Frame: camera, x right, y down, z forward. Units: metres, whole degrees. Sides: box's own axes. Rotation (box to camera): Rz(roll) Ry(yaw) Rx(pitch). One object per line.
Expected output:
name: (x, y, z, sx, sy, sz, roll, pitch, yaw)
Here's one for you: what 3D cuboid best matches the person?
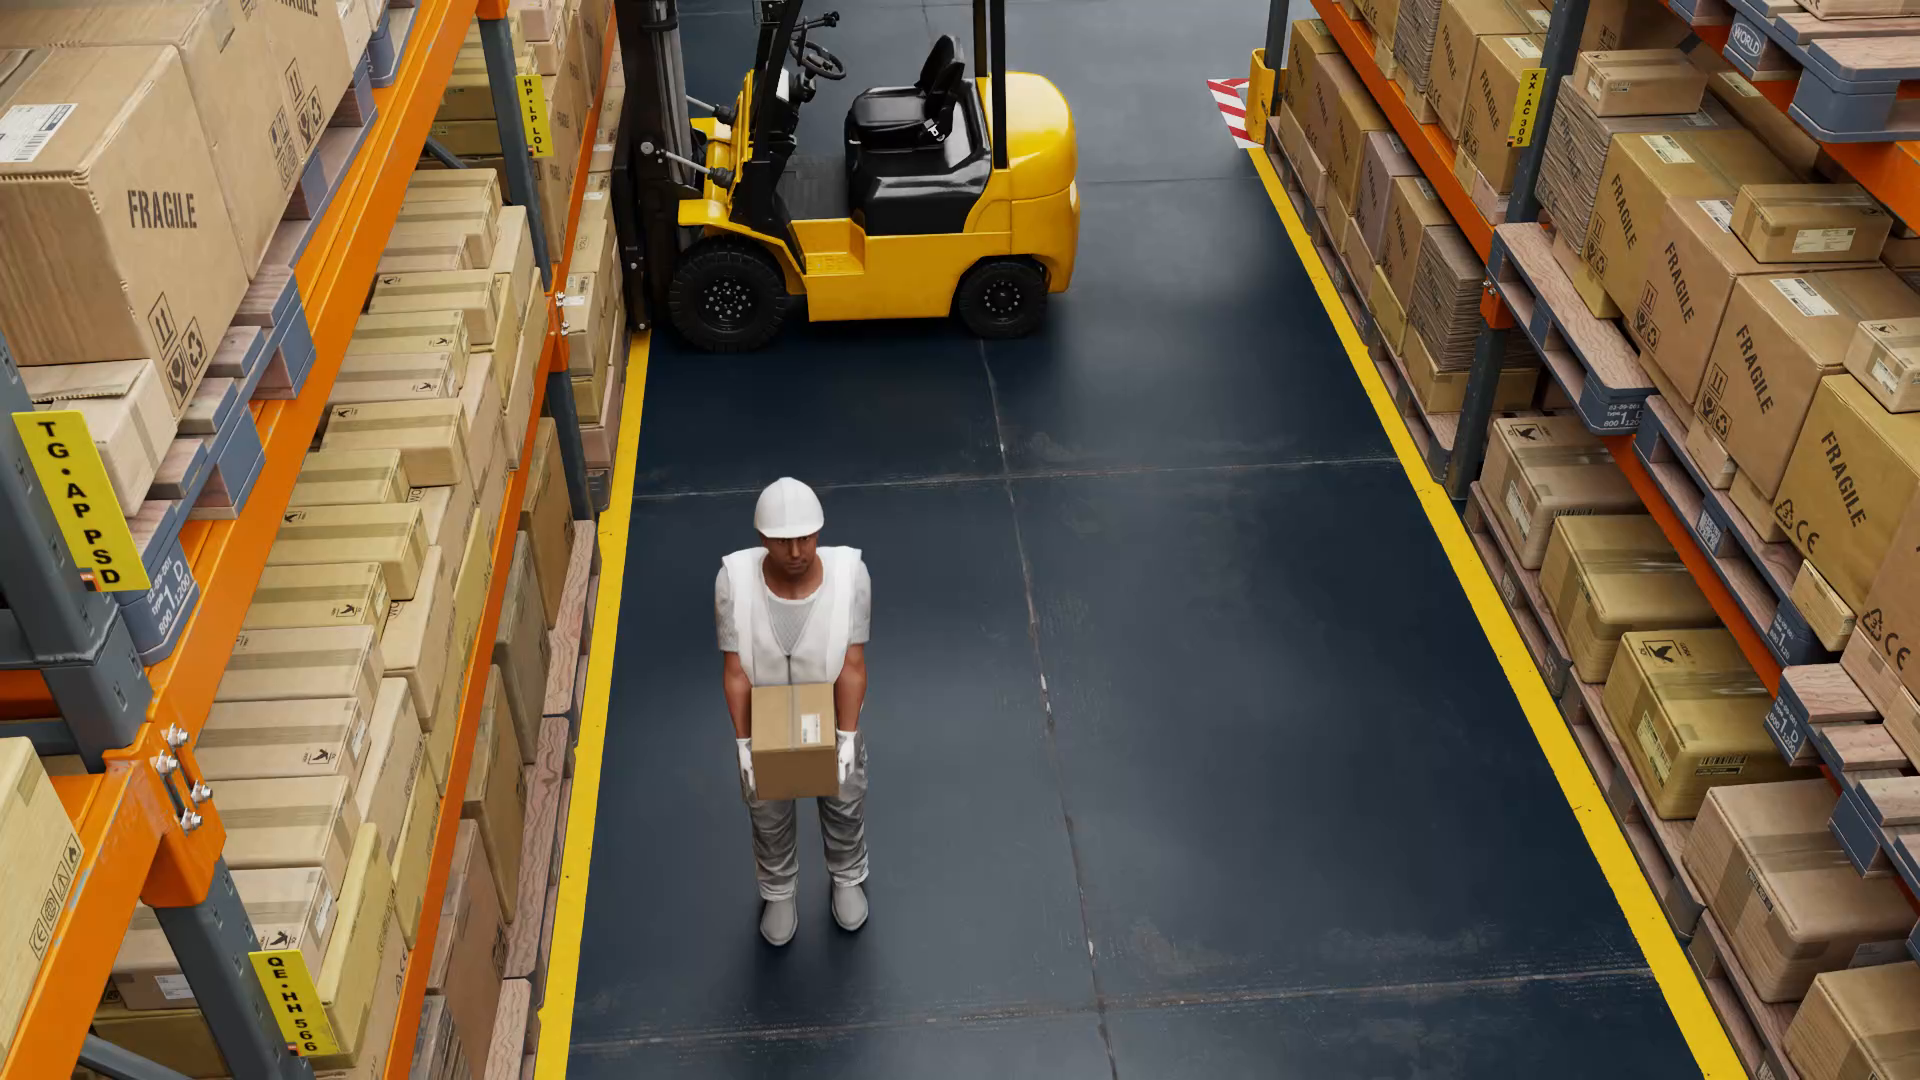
person: (-0.508, 0.630, 5.358, 0.487, 1.778, 0.575, -3, 39, -4)
